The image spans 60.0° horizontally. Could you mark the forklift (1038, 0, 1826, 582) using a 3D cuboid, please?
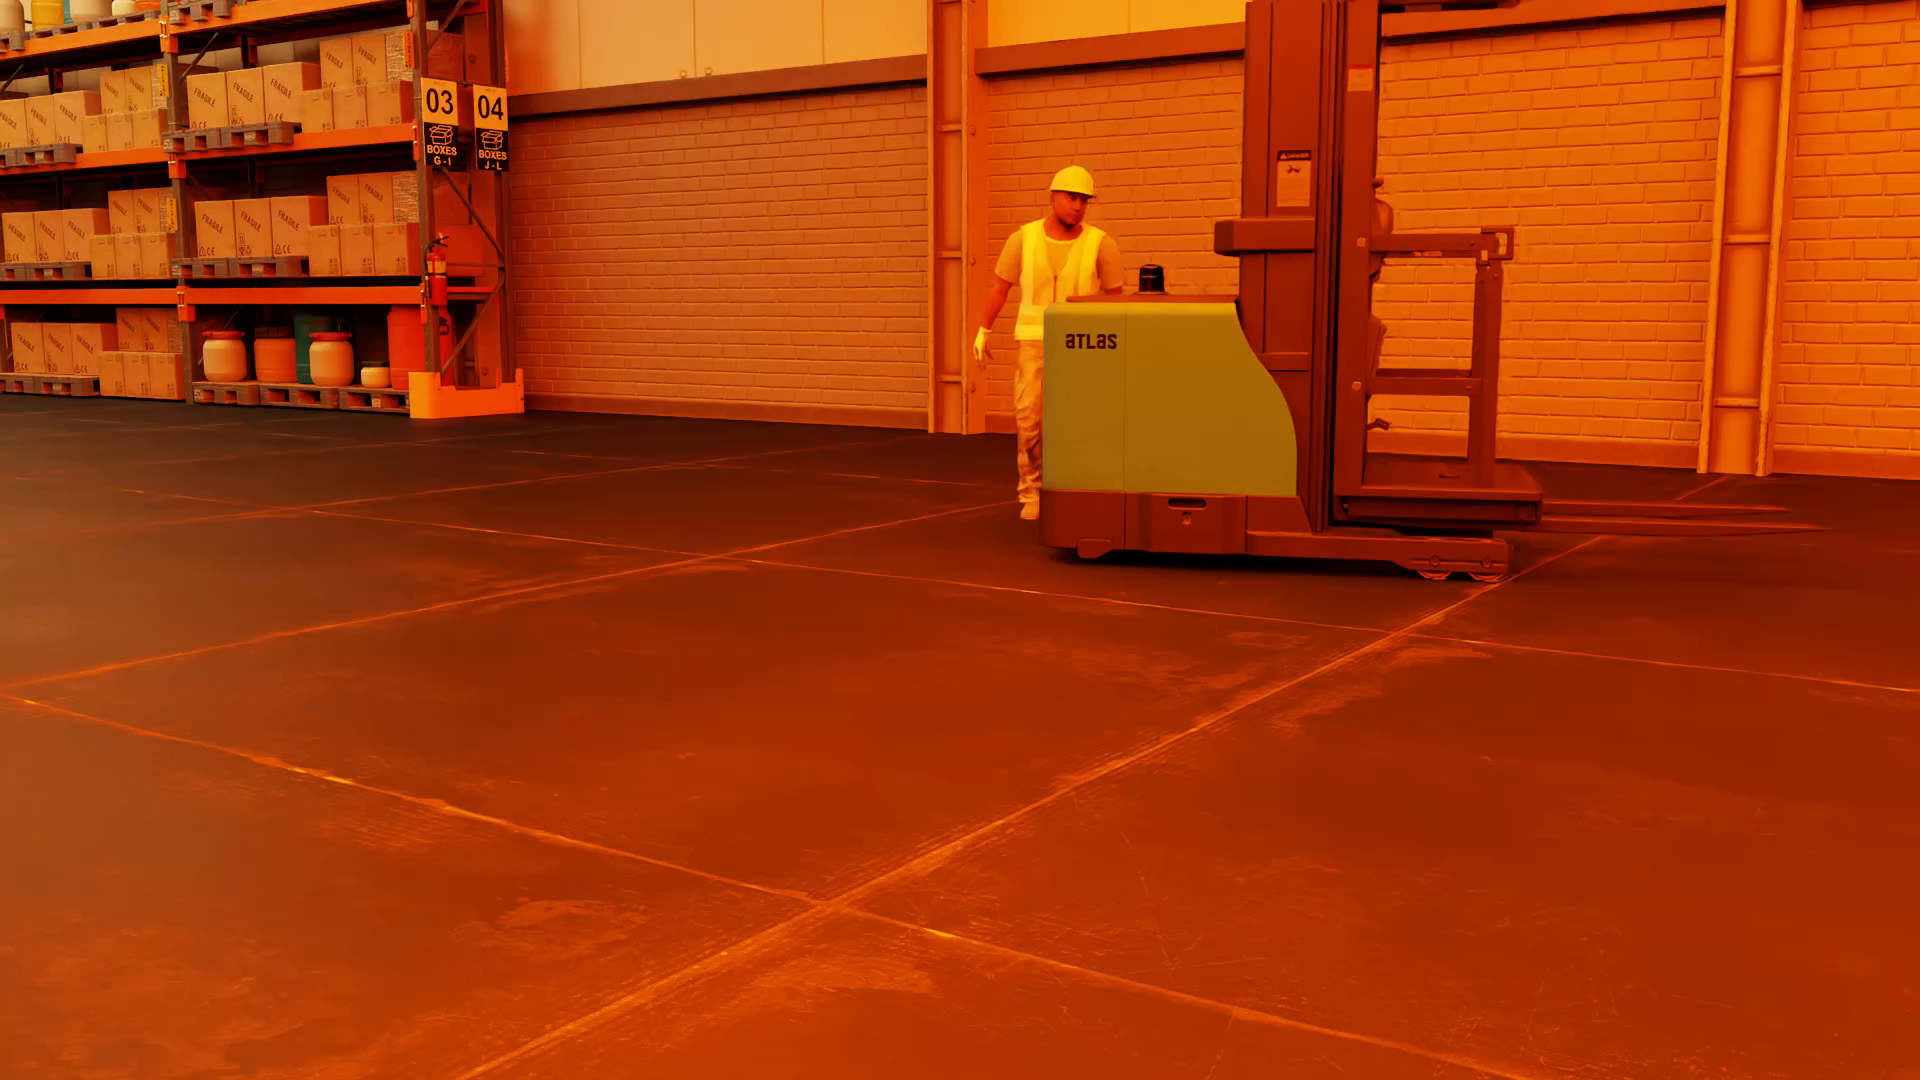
[{"bbox_3d":[1.904,-1.370,6.827,3.031,2.935,1.130,2,8,14],"label":"forklift"}]

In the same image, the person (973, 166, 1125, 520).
[{"bbox_3d":[0.496,-0.960,8.258,0.897,1.746,0.458,1,8,9],"label":"person"}]
